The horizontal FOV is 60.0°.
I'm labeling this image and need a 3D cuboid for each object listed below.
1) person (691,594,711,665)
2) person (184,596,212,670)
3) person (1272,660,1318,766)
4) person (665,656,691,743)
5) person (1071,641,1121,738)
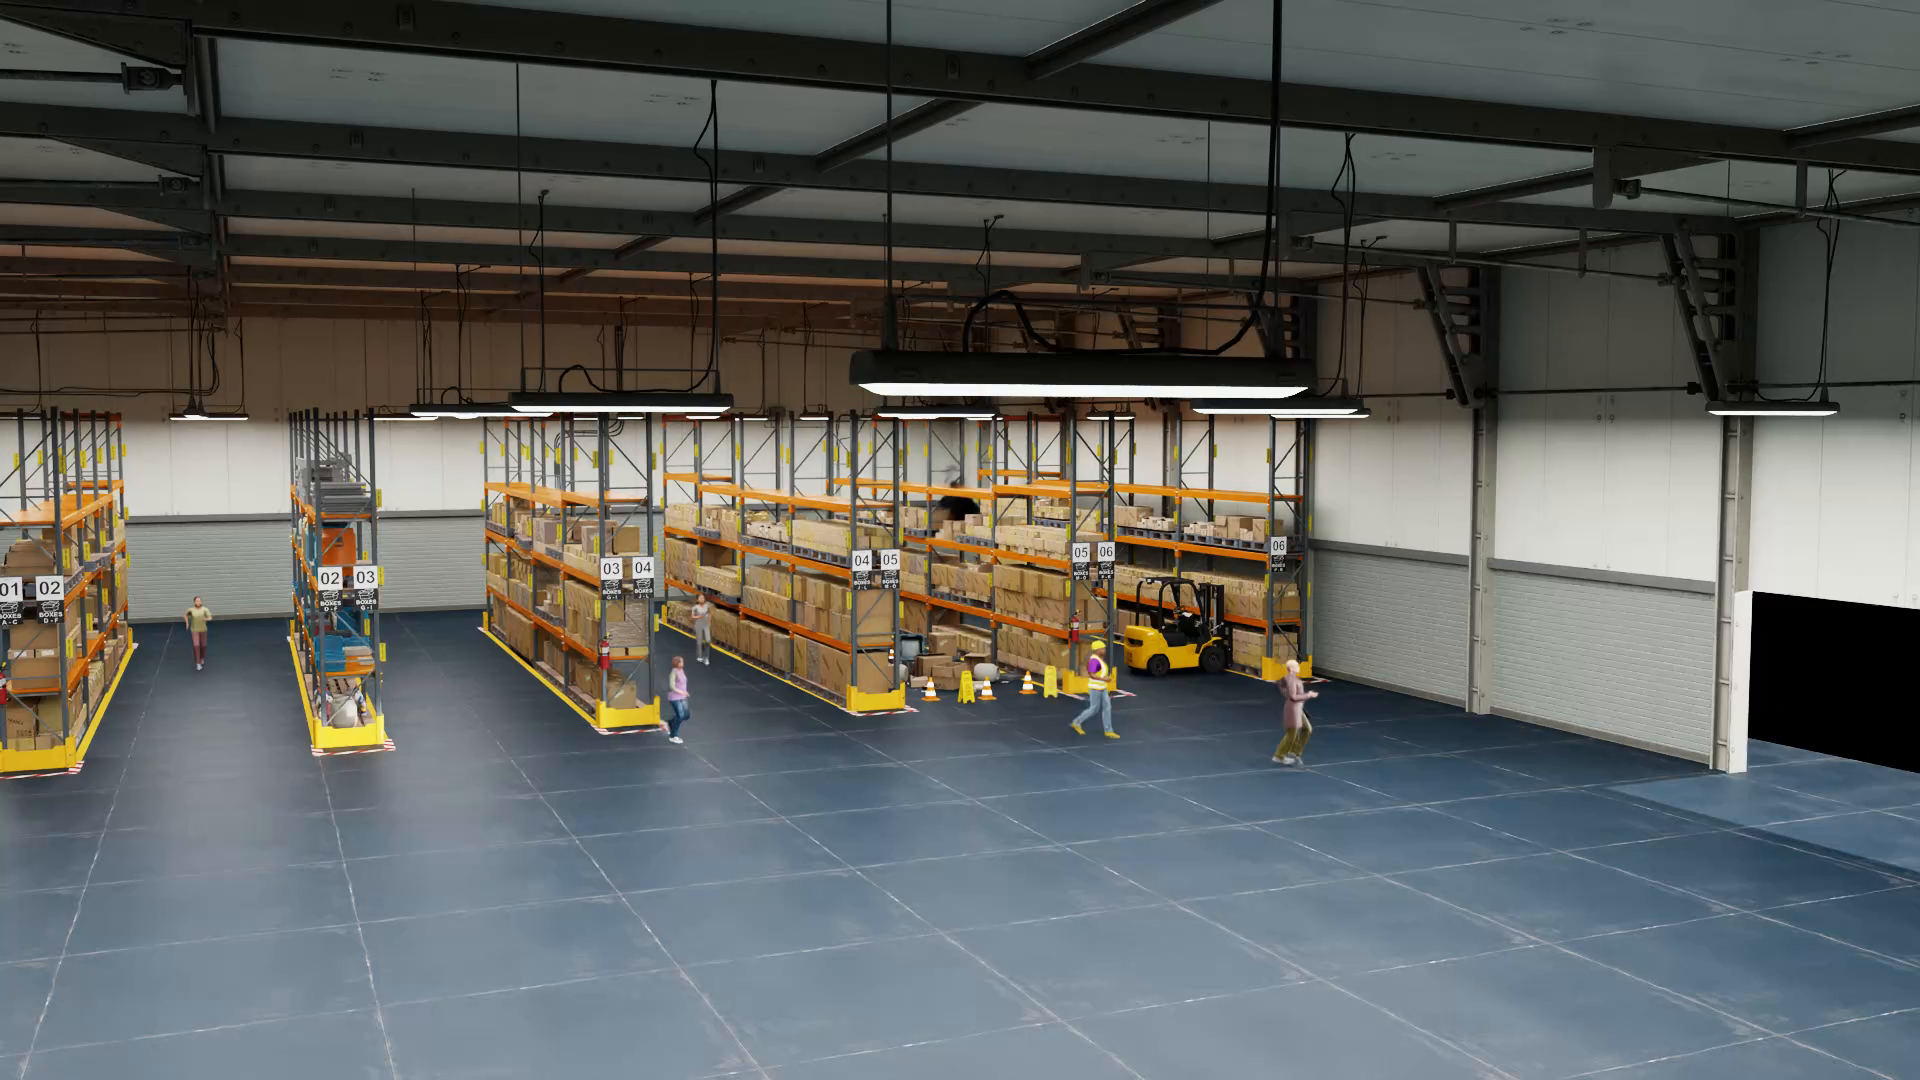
[{"bbox_3d":[-6.128,2.124,39.538,0.544,1.702,0.691,-2,4,-22],"label":"person"},{"bbox_3d":[-17.778,2.140,38.854,0.570,1.665,0.960,-2,5,-31],"label":"person"},{"bbox_3d":[5.602,2.901,27.760,0.754,1.814,0.688,1,4,17],"label":"person"},{"bbox_3d":[-5.068,2.855,29.901,0.560,1.562,0.579,1,4,12],"label":"person"},{"bbox_3d":[2.477,2.718,30.243,0.913,1.775,0.693,1,4,20],"label":"person"}]
